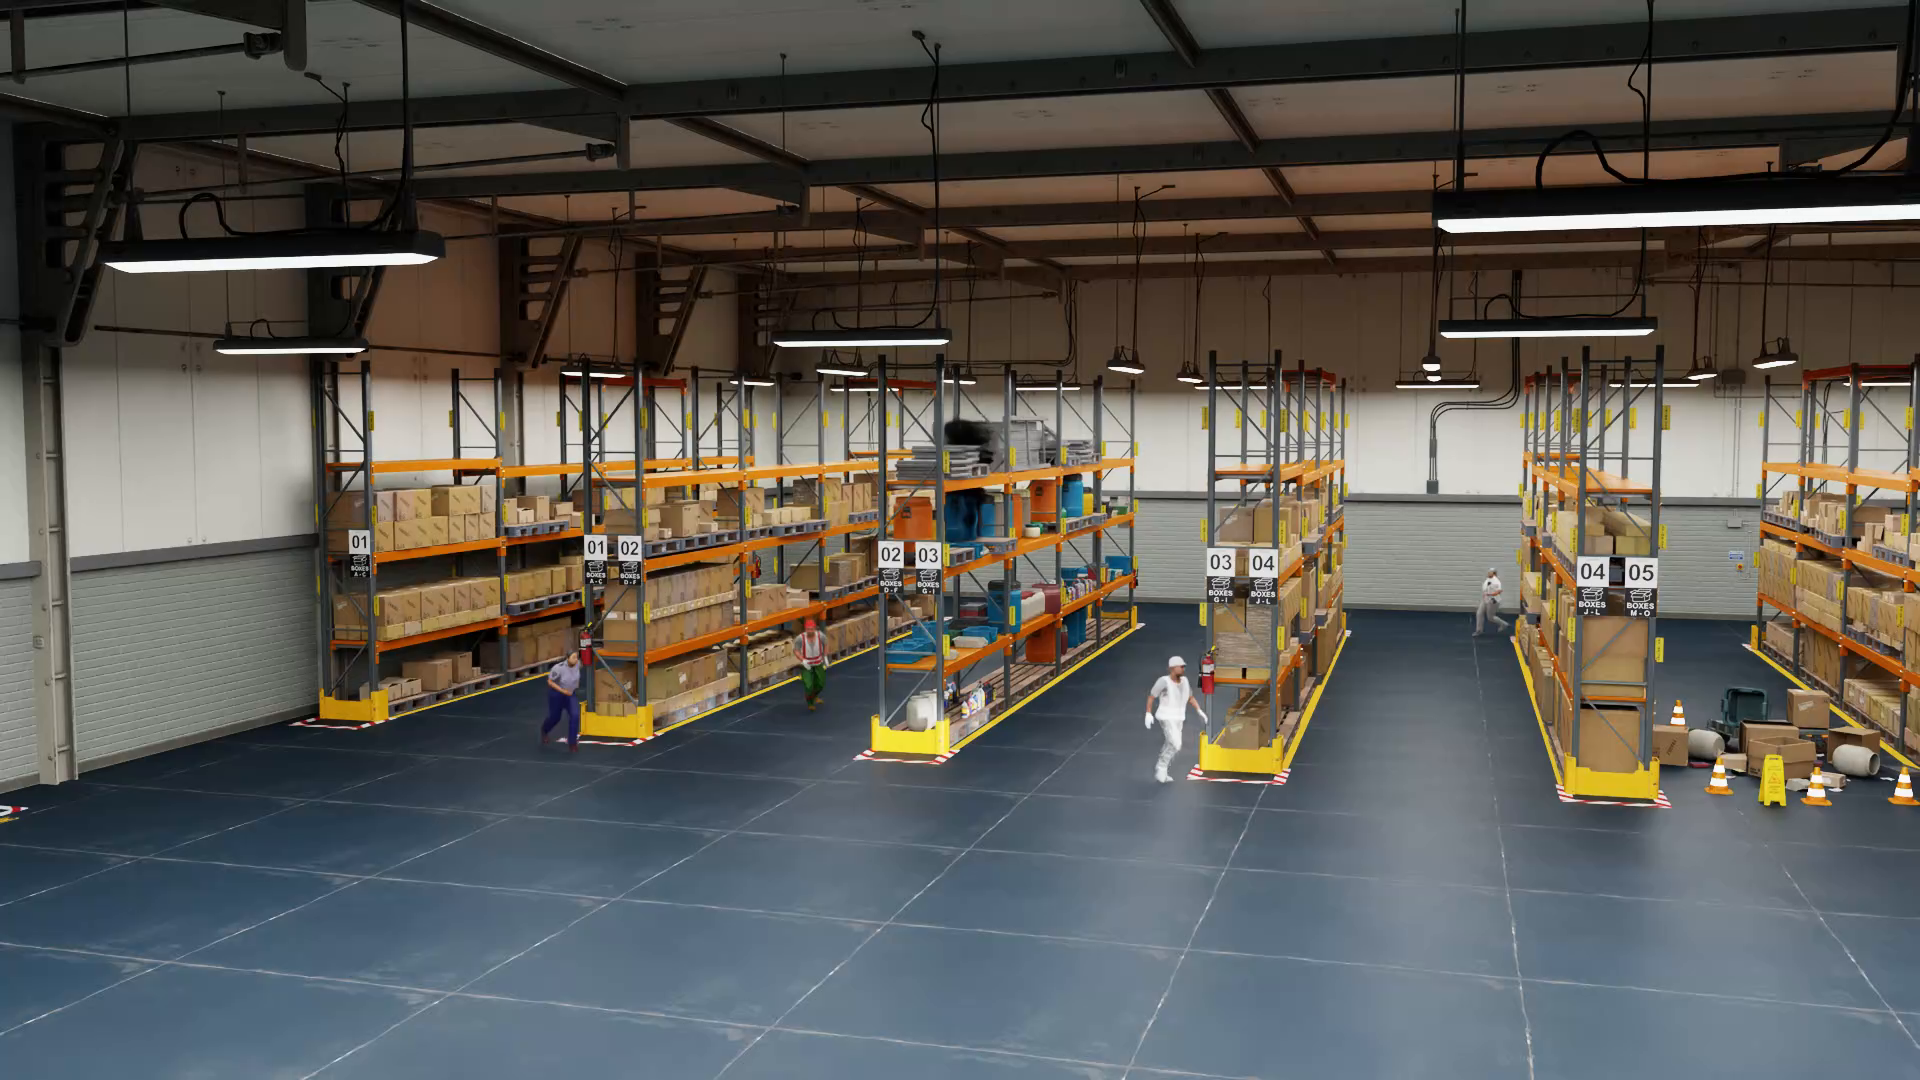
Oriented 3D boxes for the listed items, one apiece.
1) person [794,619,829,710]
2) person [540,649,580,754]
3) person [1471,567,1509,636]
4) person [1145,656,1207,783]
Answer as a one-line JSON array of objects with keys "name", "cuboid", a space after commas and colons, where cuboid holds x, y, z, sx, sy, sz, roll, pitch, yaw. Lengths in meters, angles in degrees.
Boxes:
[{"name": "person", "cuboid": [-2.575, 2.139, 28.684, 0.635, 1.618, 0.891, -1, 4, -18]}, {"name": "person", "cuboid": [-6.099, 2.509, 25.370, 0.980, 1.458, 0.639, 4, 6, 42]}, {"name": "person", "cuboid": [12.382, 1.442, 38.663, 0.822, 1.646, 0.647, -1, 4, -9]}, {"name": "person", "cuboid": [2.976, 2.473, 22.888, 0.648, 1.755, 0.720, -4, 6, -42]}]
